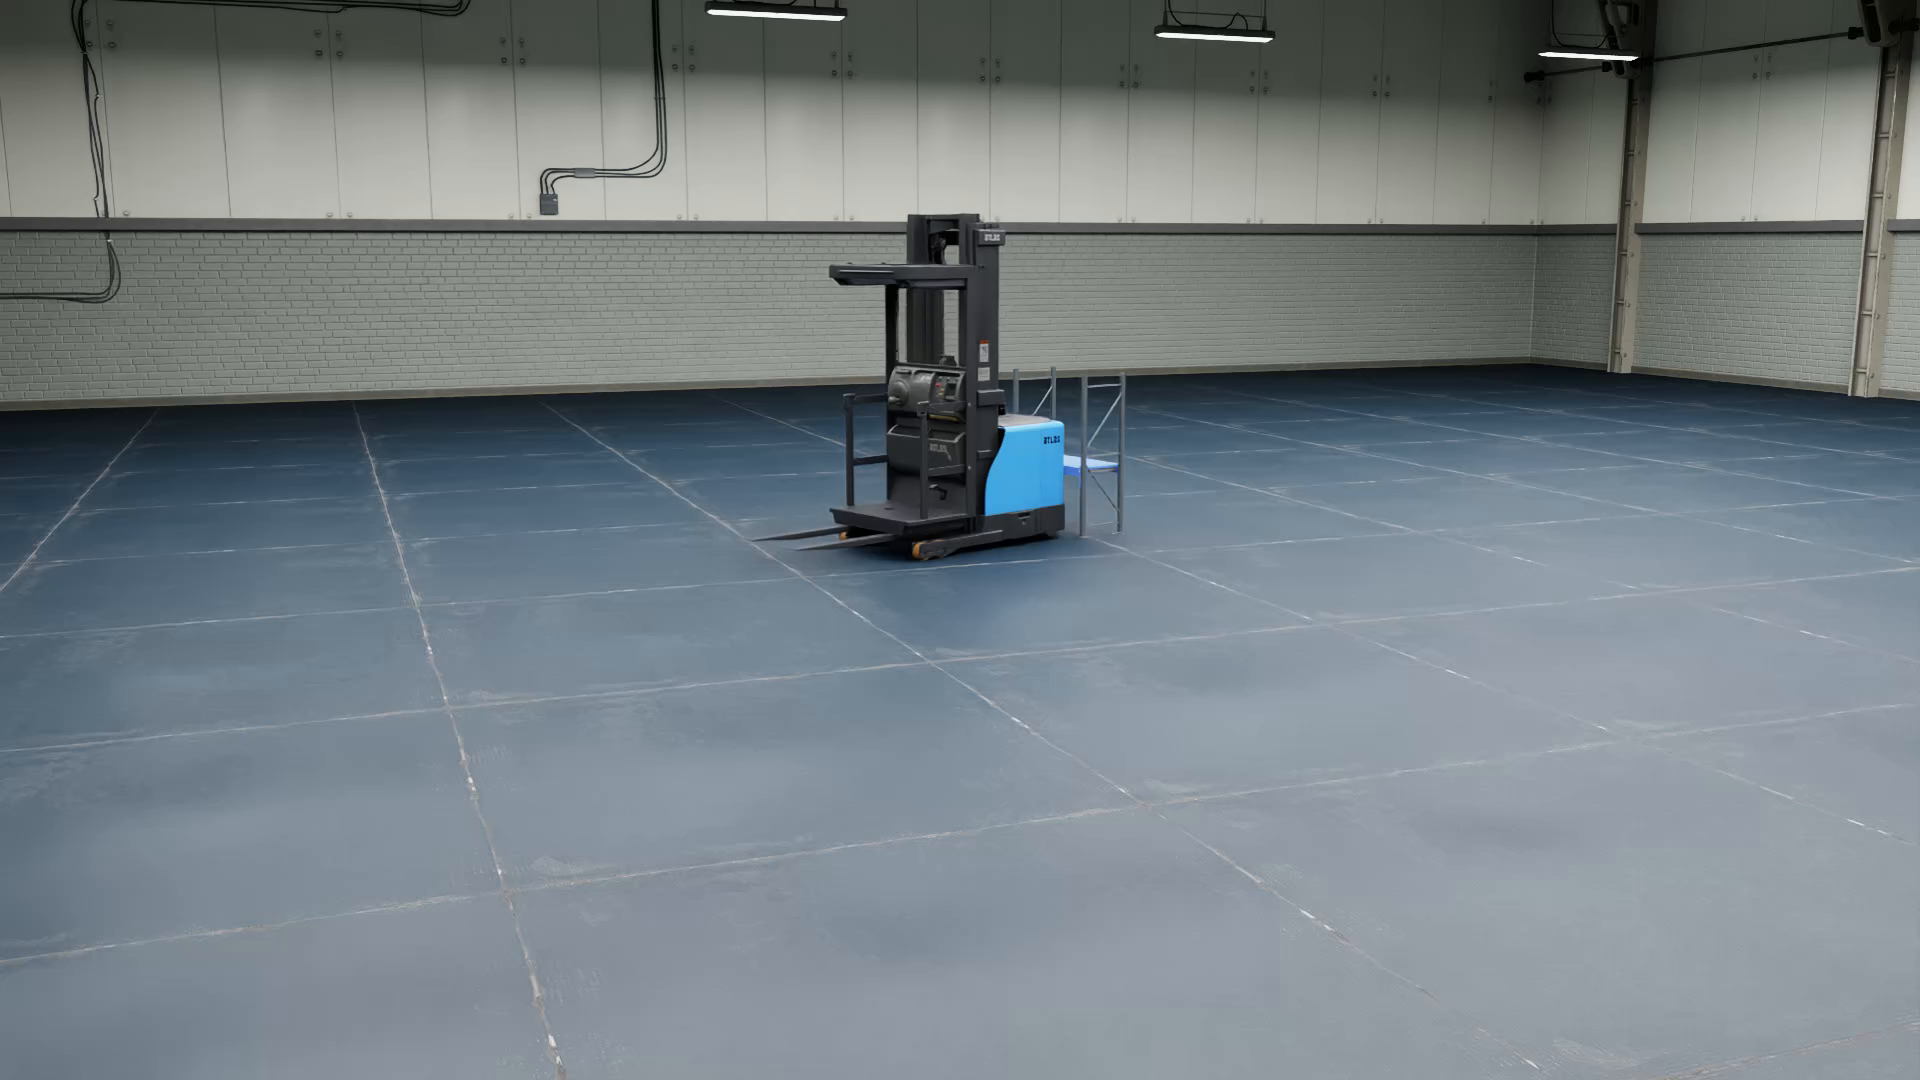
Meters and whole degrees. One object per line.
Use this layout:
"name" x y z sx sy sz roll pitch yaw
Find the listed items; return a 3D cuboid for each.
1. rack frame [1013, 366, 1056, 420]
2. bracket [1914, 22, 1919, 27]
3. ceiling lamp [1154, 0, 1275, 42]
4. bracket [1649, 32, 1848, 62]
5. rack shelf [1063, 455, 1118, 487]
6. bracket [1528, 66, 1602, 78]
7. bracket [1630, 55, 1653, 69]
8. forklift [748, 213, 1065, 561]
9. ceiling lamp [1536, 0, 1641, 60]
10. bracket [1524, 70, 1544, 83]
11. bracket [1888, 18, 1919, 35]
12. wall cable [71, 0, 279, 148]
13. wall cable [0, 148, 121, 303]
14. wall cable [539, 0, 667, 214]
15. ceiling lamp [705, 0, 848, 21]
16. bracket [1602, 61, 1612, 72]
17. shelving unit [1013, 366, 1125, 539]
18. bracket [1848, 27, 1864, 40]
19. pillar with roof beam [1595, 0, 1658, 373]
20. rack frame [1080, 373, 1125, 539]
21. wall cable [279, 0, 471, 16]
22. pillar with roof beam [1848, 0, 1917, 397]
"rack frame" 0.722 -0.924 16.160 0.500 1.500 0.032 -7 12 -35
"bracket" 16.892 -8.263 25.732 0.076 0.066 4.783 -4 11 -21
"ceiling lamp" 3.900 -9.444 25.979 2.000 3.185 0.800 -4 11 -21
"bracket" 14.718 -9.243 31.238 0.076 0.066 4.783 -4 11 -21
"rack shelf" 1.019 -0.674 15.786 0.538 0.185 1.000 -7 12 -35
"bracket" 12.839 -10.089 35.996 0.076 0.066 3.189 -4 11 -21
"bracket" 13.784 -9.663 33.602 0.235 0.232 0.430 -4 11 -21
"forklift" -0.453 -1.363 14.544 3.031 2.935 1.130 -9 14 -42
"ceiling lamp" 10.741 -9.910 28.598 2.000 3.185 0.800 -4 11 -21
"bracket" 12.624 -10.186 36.538 0.235 0.232 0.430 -4 11 -21
"bracket" 15.958 -8.684 28.096 0.235 0.232 0.430 -4 11 -21
"wall cable" -12.708 -7.677 27.156 3.097 2.526 0.112 -4 11 -21
"wall cable" -15.230 -5.018 26.633 3.097 2.526 0.112 -4 11 -21
"wall cable" -6.376 -8.821 29.436 2.305 6.003 0.169 -4 11 -21
"ceiling lamp" -2.680 -8.996 23.460 2.000 3.185 0.800 -4 11 -21
"bracket" 13.483 -9.799 34.363 0.235 0.232 0.430 -4 11 -21
"shelving unit" 1.019 -0.851 15.754 0.538 1.500 1.048 -7 12 -35
"bracket" 15.658 -8.819 28.858 0.235 0.232 0.430 -4 11 -21
"pillar with roof beam" 9.952 -7.708 32.889 9.100 9.000 0.548 -4 11 -21
"rack frame" 1.316 -0.779 15.348 0.500 1.500 0.032 -7 12 -35
"wall cable" -9.824 -10.112 27.862 3.097 2.526 0.112 -4 11 -21
"pillar with roof beam" 12.126 -6.729 27.383 9.100 9.000 0.548 -4 11 -21
